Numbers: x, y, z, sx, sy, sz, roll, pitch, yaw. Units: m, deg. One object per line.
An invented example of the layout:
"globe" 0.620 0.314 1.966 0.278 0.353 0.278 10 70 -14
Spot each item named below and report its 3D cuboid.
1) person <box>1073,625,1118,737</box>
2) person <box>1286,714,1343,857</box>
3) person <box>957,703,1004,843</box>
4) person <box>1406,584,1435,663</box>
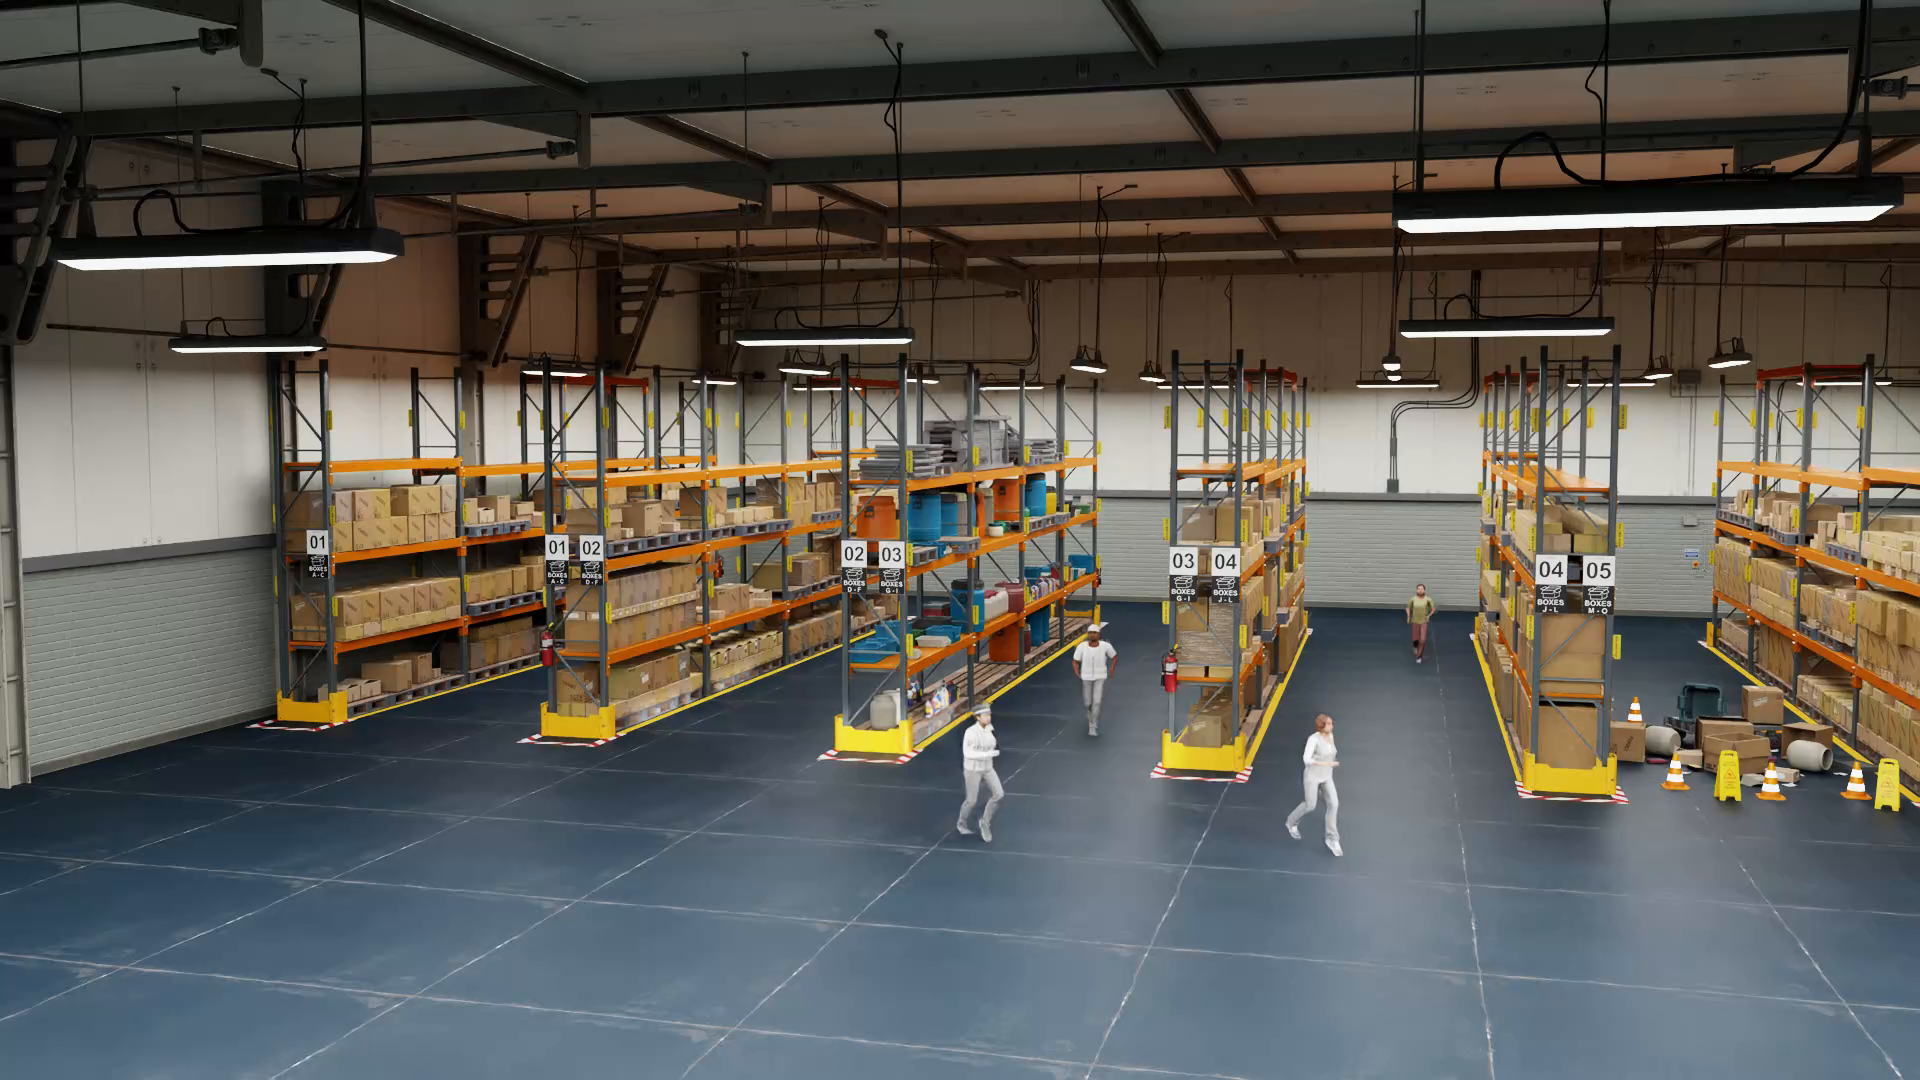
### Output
"person" 2.165 2.227 26.722 0.712 1.745 0.870 1 4 10
"person" 4.151 2.813 19.409 0.562 1.620 0.878 -3 5 -36
"person" 0.236 2.740 19.740 0.641 1.678 0.788 -4 6 -42
"person" 9.555 1.721 34.513 0.586 1.626 0.565 1 4 17
